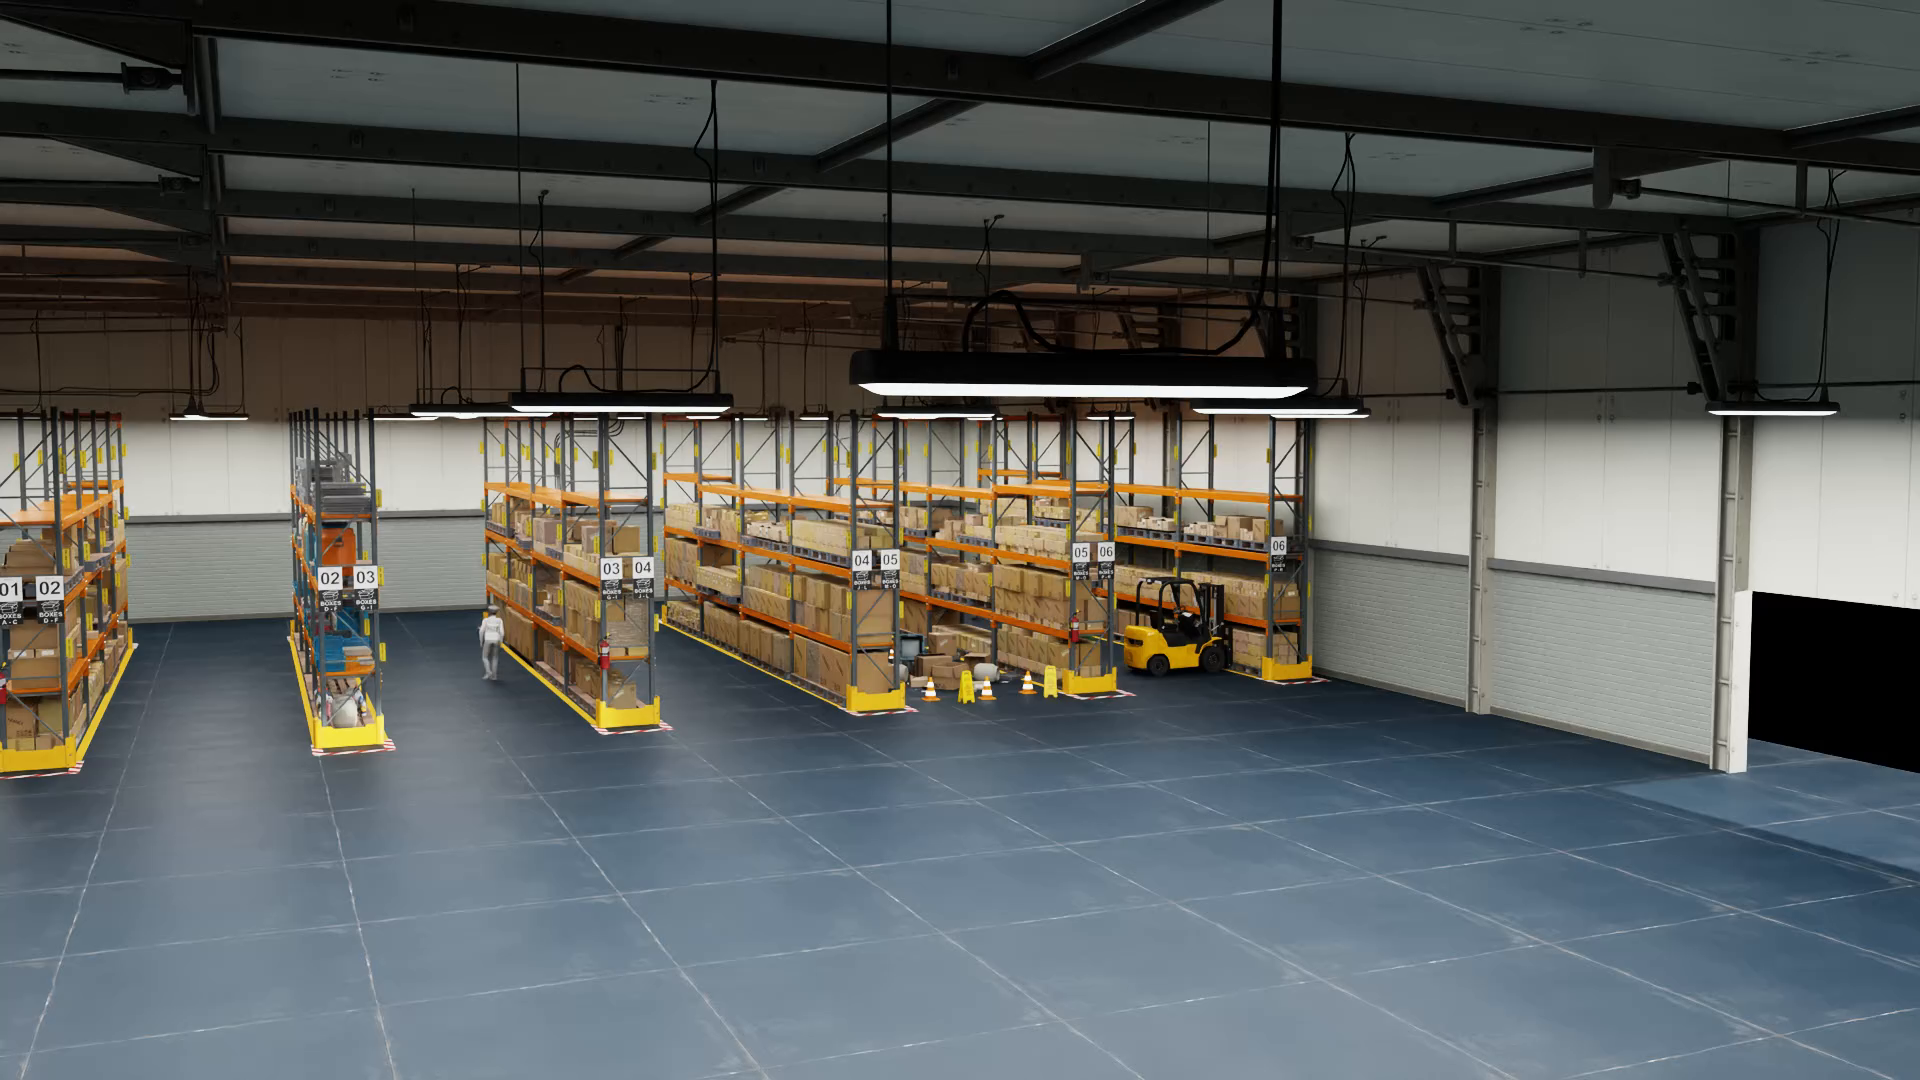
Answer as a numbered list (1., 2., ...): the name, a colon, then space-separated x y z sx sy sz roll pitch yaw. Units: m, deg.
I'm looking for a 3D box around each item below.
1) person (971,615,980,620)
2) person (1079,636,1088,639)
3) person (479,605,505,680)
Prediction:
1. person: 0.431 1.508 48.377 0.443 1.657 0.503 2 4 23
2. person: 2.842 2.065 39.455 0.584 1.782 0.490 -1 4 -13
3. person: -10.424 2.310 37.071 0.542 1.647 0.630 -2 4 -21
